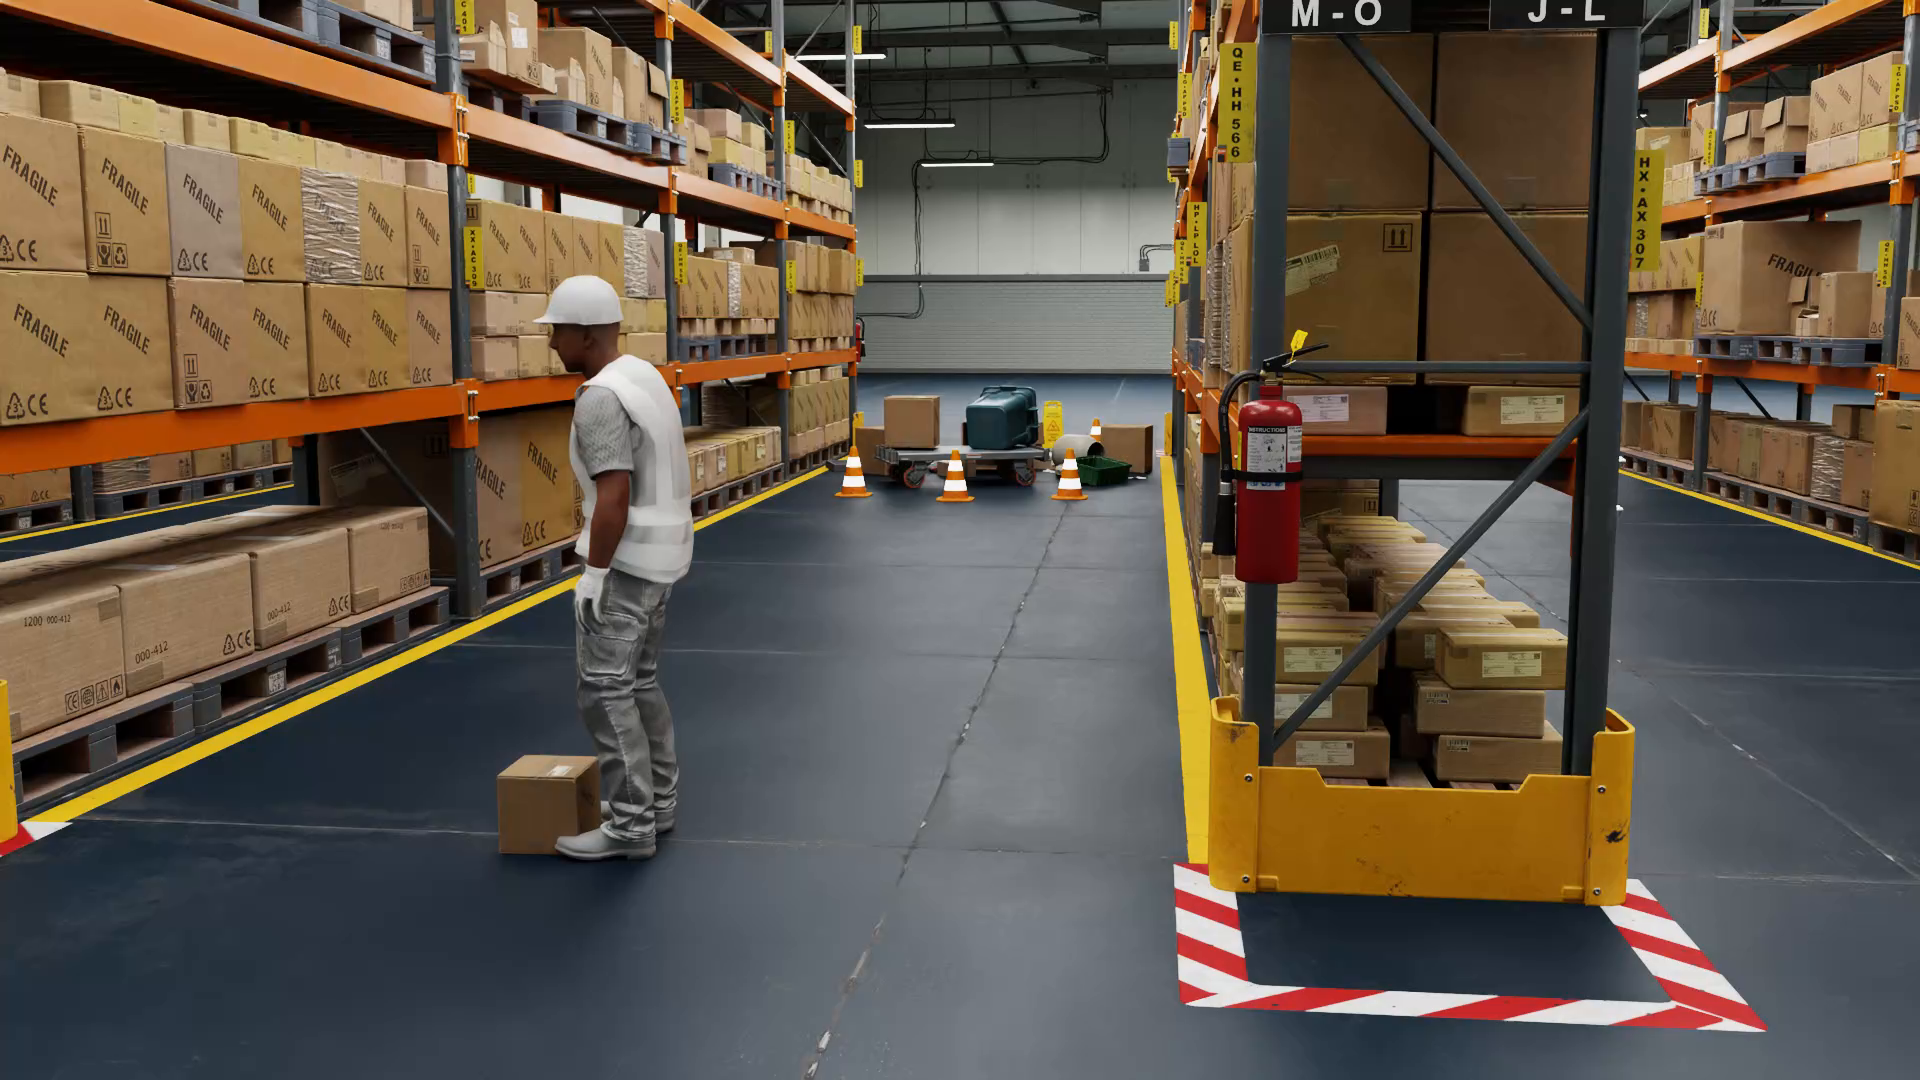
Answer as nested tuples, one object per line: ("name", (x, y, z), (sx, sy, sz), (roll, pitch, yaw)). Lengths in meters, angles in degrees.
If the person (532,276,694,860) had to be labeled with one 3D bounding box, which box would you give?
("person", (-1.058, 0.082, 5.129), (0.453, 1.772, 0.615), (0, 8, 4))
